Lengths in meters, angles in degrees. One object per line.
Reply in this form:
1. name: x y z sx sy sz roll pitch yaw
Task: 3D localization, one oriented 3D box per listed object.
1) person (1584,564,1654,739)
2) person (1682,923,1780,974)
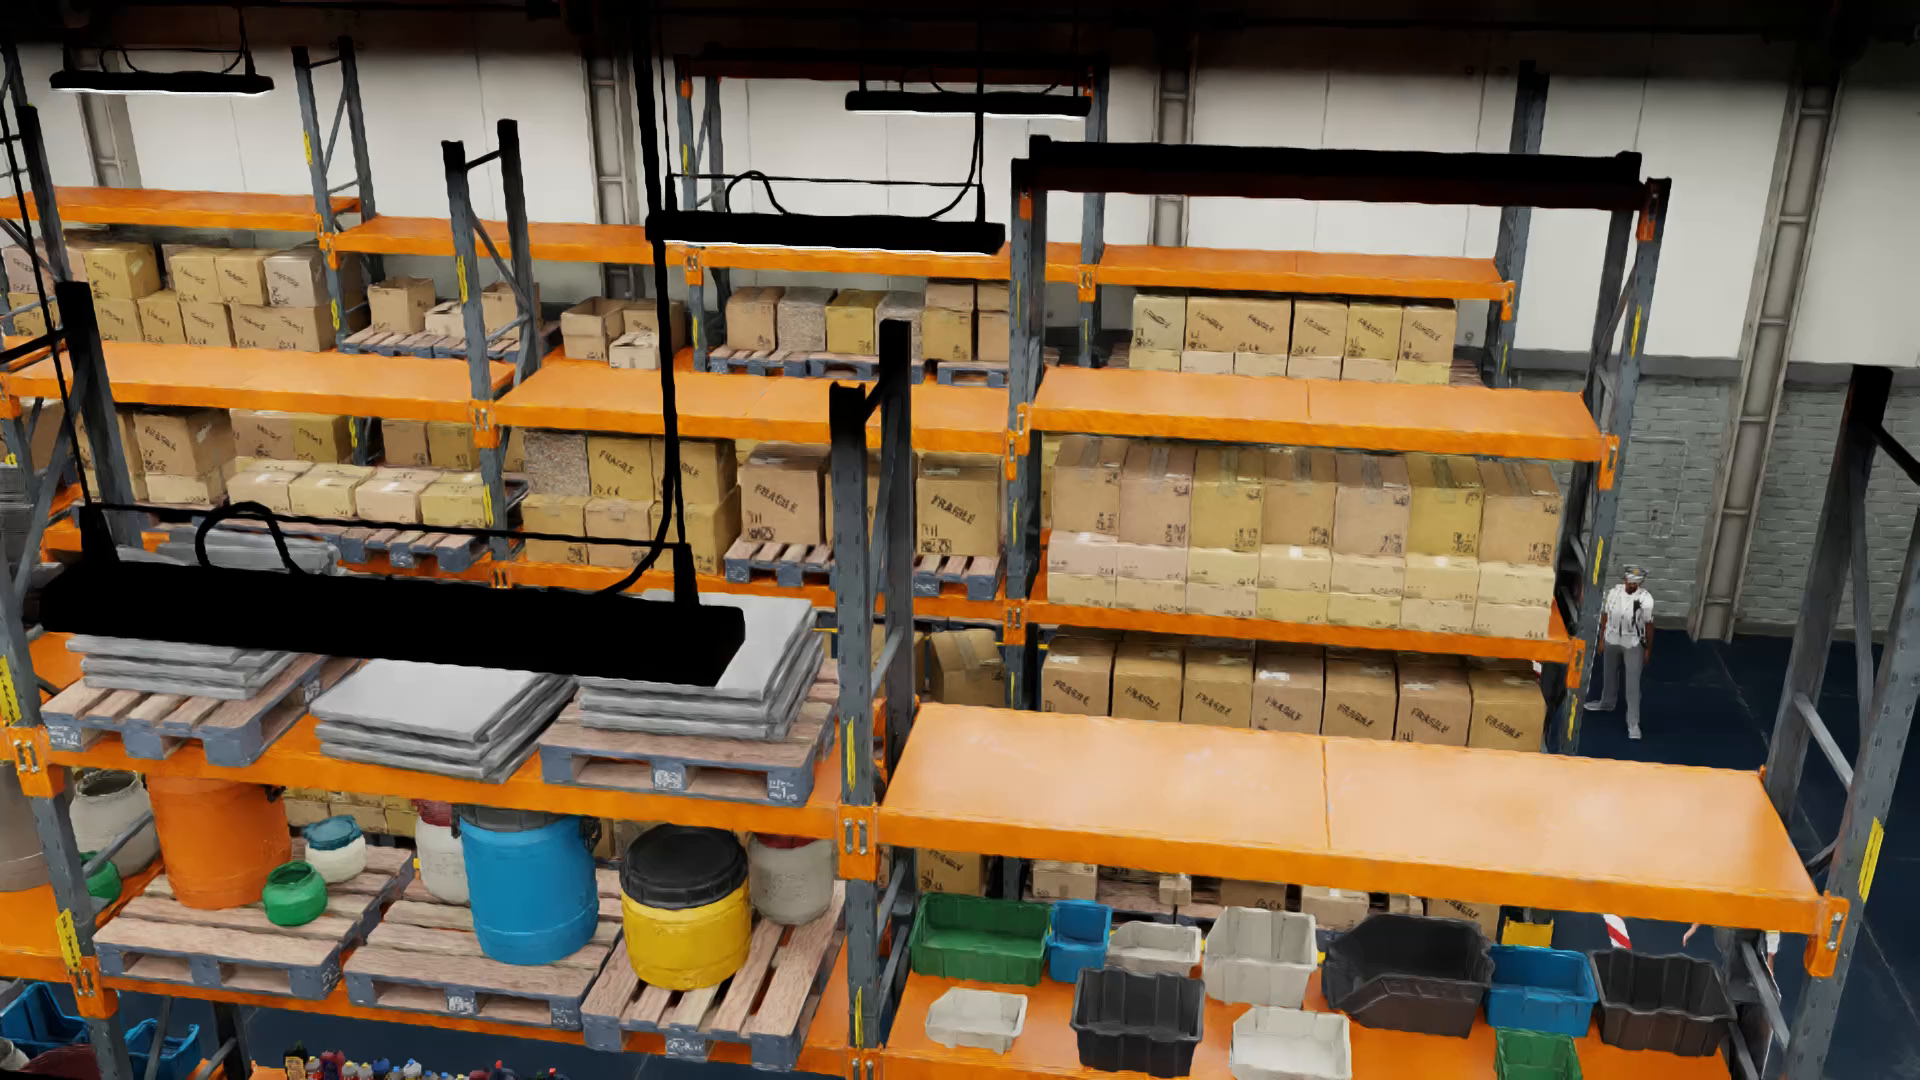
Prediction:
1. person: 6.359 0.998 15.838 0.687 1.675 0.523 20 30 39
2. person: 5.446 2.915 11.637 0.768 1.406 0.561 -4 23 -9
